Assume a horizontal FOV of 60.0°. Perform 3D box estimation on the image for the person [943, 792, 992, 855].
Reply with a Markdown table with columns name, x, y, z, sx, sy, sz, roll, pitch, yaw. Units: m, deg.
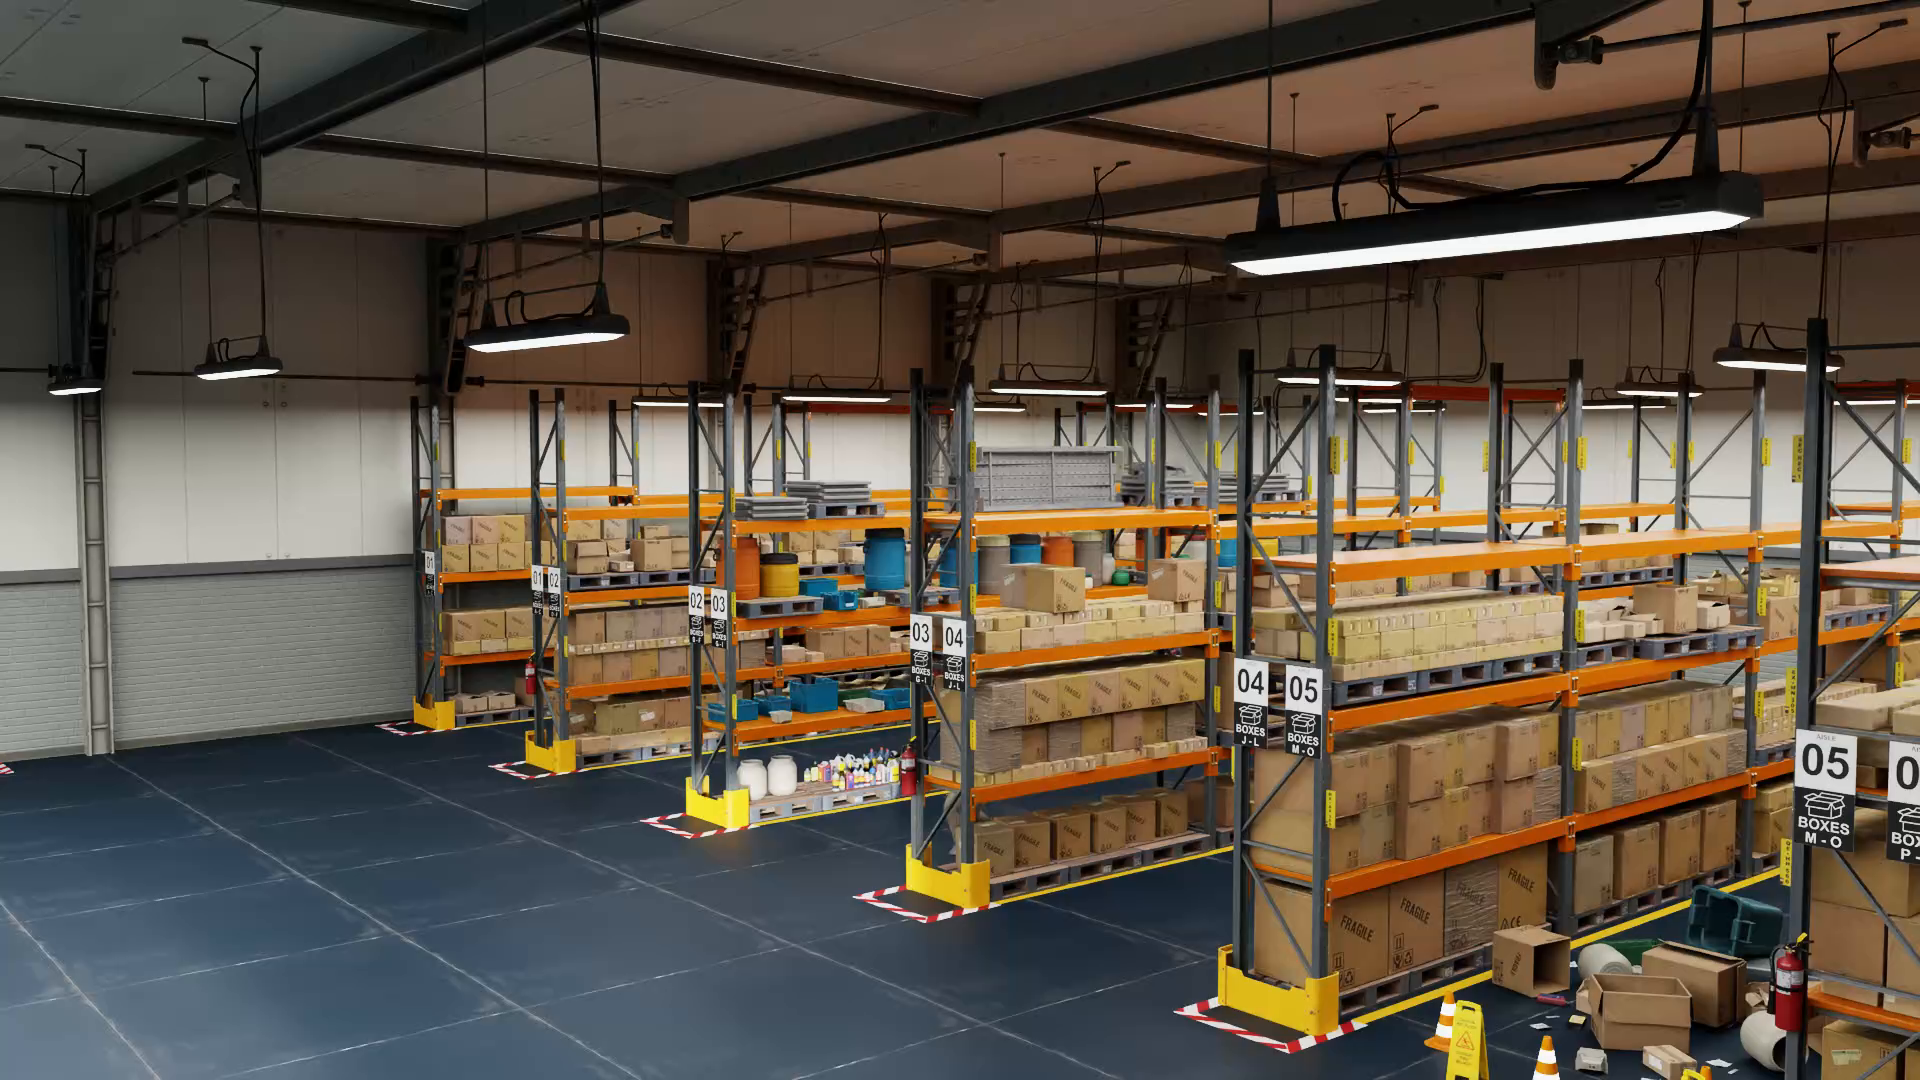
| name | x | y | z | sx | sy | sz | roll | pitch | yaw |
| --- | --- | --- | --- | --- | --- | --- | --- | --- | --- |
| person | 0.187 | 3.127 | 21.009 | 0.833 | 1.703 | 0.665 | -2 | 4 | -33 |
